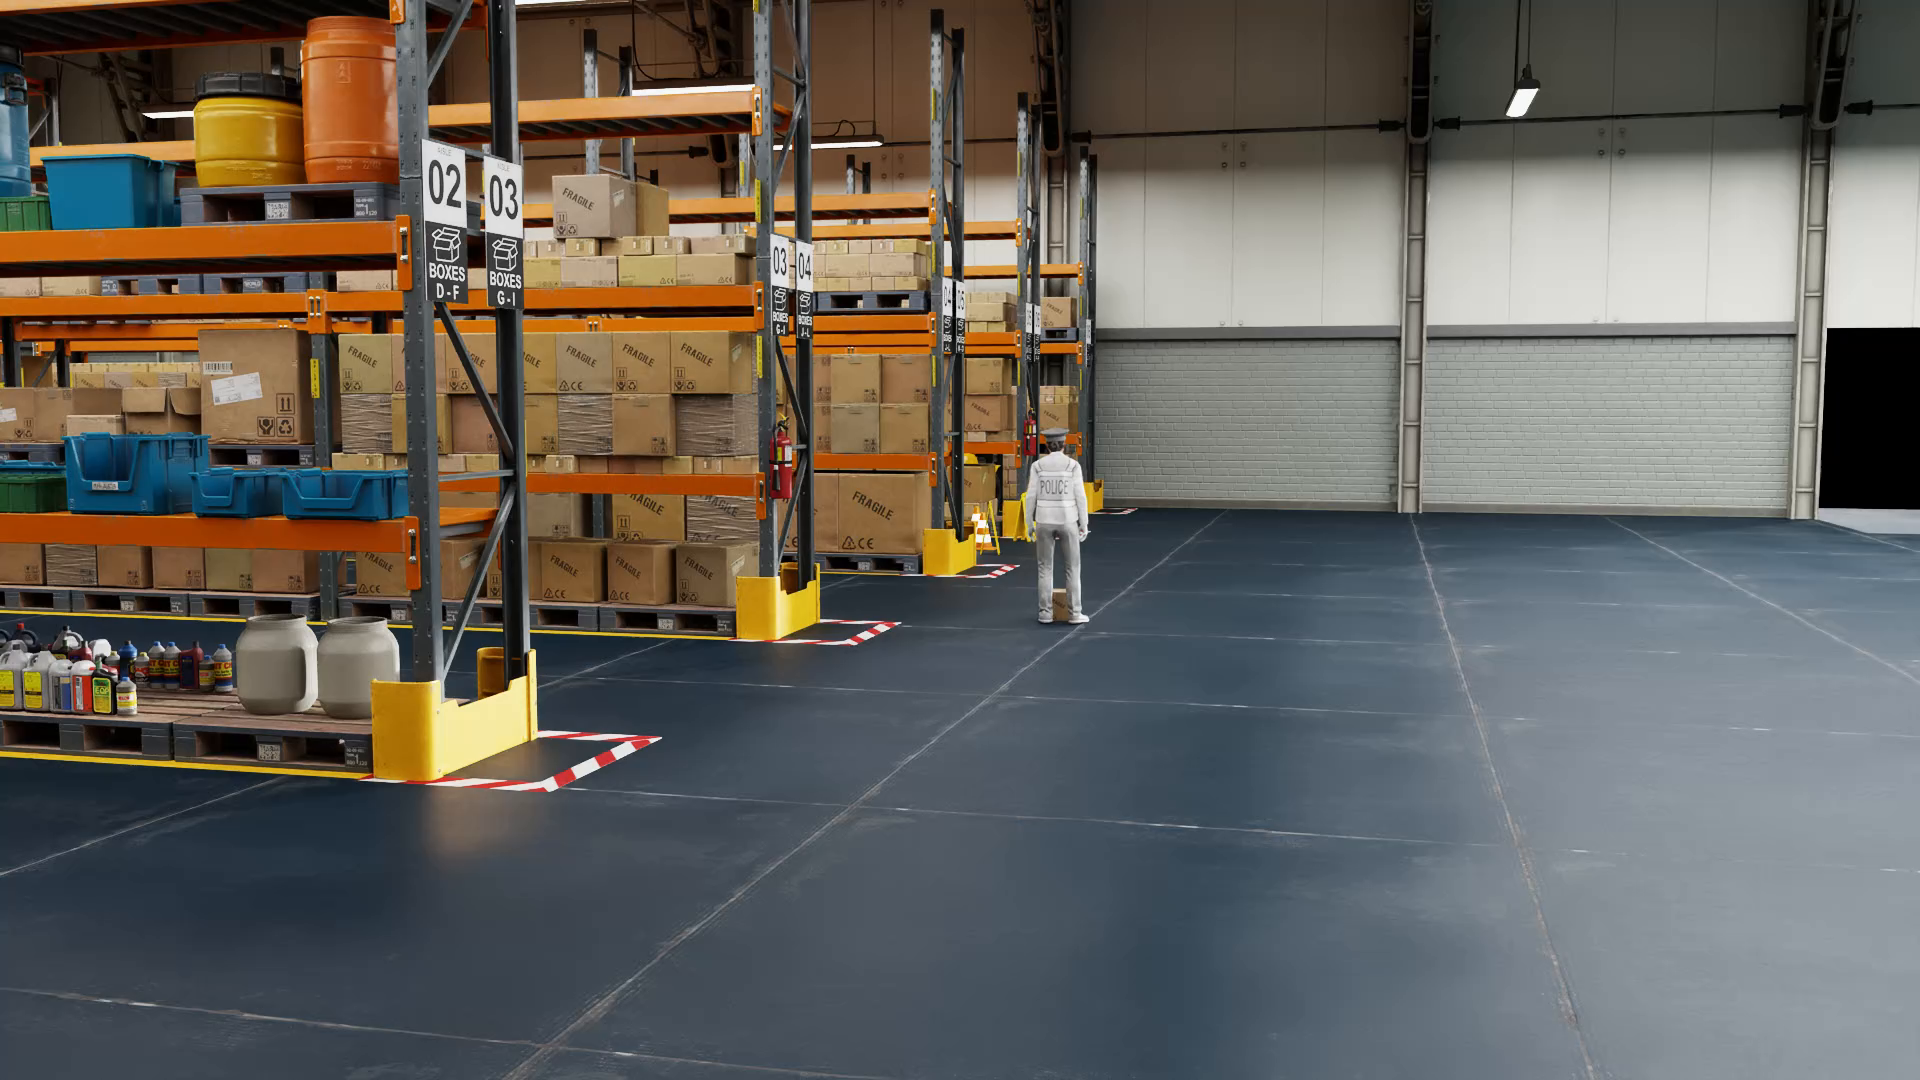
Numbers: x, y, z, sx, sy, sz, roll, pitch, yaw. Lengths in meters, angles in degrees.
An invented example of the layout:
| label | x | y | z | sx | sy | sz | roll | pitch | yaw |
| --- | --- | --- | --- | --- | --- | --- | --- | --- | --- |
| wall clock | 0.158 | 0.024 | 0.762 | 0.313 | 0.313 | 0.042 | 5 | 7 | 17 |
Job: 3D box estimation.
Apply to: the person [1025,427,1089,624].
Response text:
| label | x | y | z | sx | sy | sz | roll | pitch | yaw |
| --- | --- | --- | --- | --- | --- | --- | --- | --- | --- |
| person | 0.821 | -0.121 | 14.145 | 0.543 | 1.665 | 0.372 | 1 | 5 | 11 |
